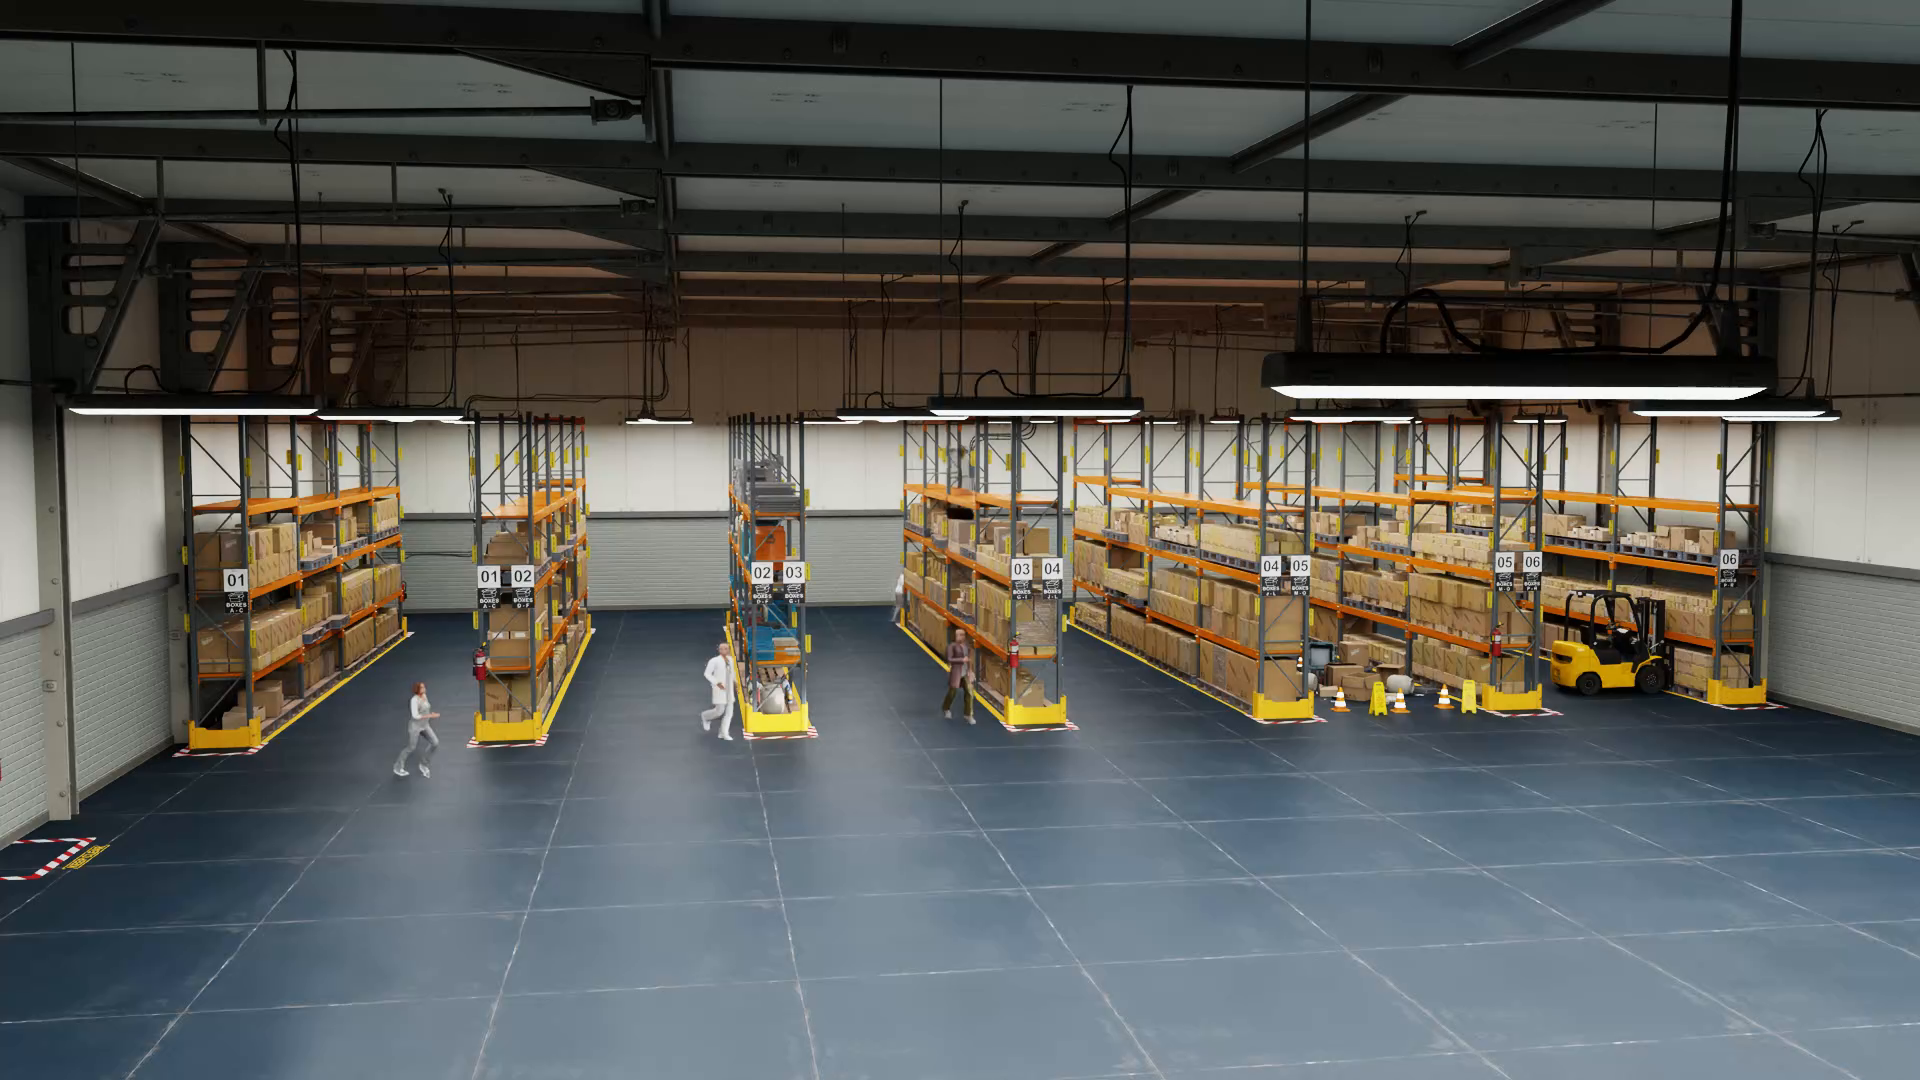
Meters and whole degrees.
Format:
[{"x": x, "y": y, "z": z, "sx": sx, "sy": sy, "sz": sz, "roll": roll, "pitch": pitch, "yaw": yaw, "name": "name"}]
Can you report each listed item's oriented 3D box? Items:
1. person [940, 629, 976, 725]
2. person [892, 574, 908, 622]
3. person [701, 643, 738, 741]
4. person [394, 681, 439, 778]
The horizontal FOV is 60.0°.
[{"x": -0.038, "y": 2.633, "z": 32.200, "sx": 0.680, "sy": 1.806, "sz": 0.976, "roll": -3, "pitch": 5, "yaw": -35, "name": "person"}, {"x": -1.714, "y": 1.609, "z": 48.898, "sx": 0.630, "sy": 1.615, "sz": 0.564, "roll": -1, "pitch": 4, "yaw": -21, "name": "person"}, {"x": -4.380, "y": 2.782, "z": 30.670, "sx": 0.862, "sy": 1.757, "sz": 0.733, "roll": 3, "pitch": 5, "yaw": 41, "name": "person"}, {"x": -8.804, "y": 3.079, "z": 27.060, "sx": 0.813, "sy": 1.590, "sz": 0.548, "roll": 1, "pitch": 4, "yaw": 16, "name": "person"}]
